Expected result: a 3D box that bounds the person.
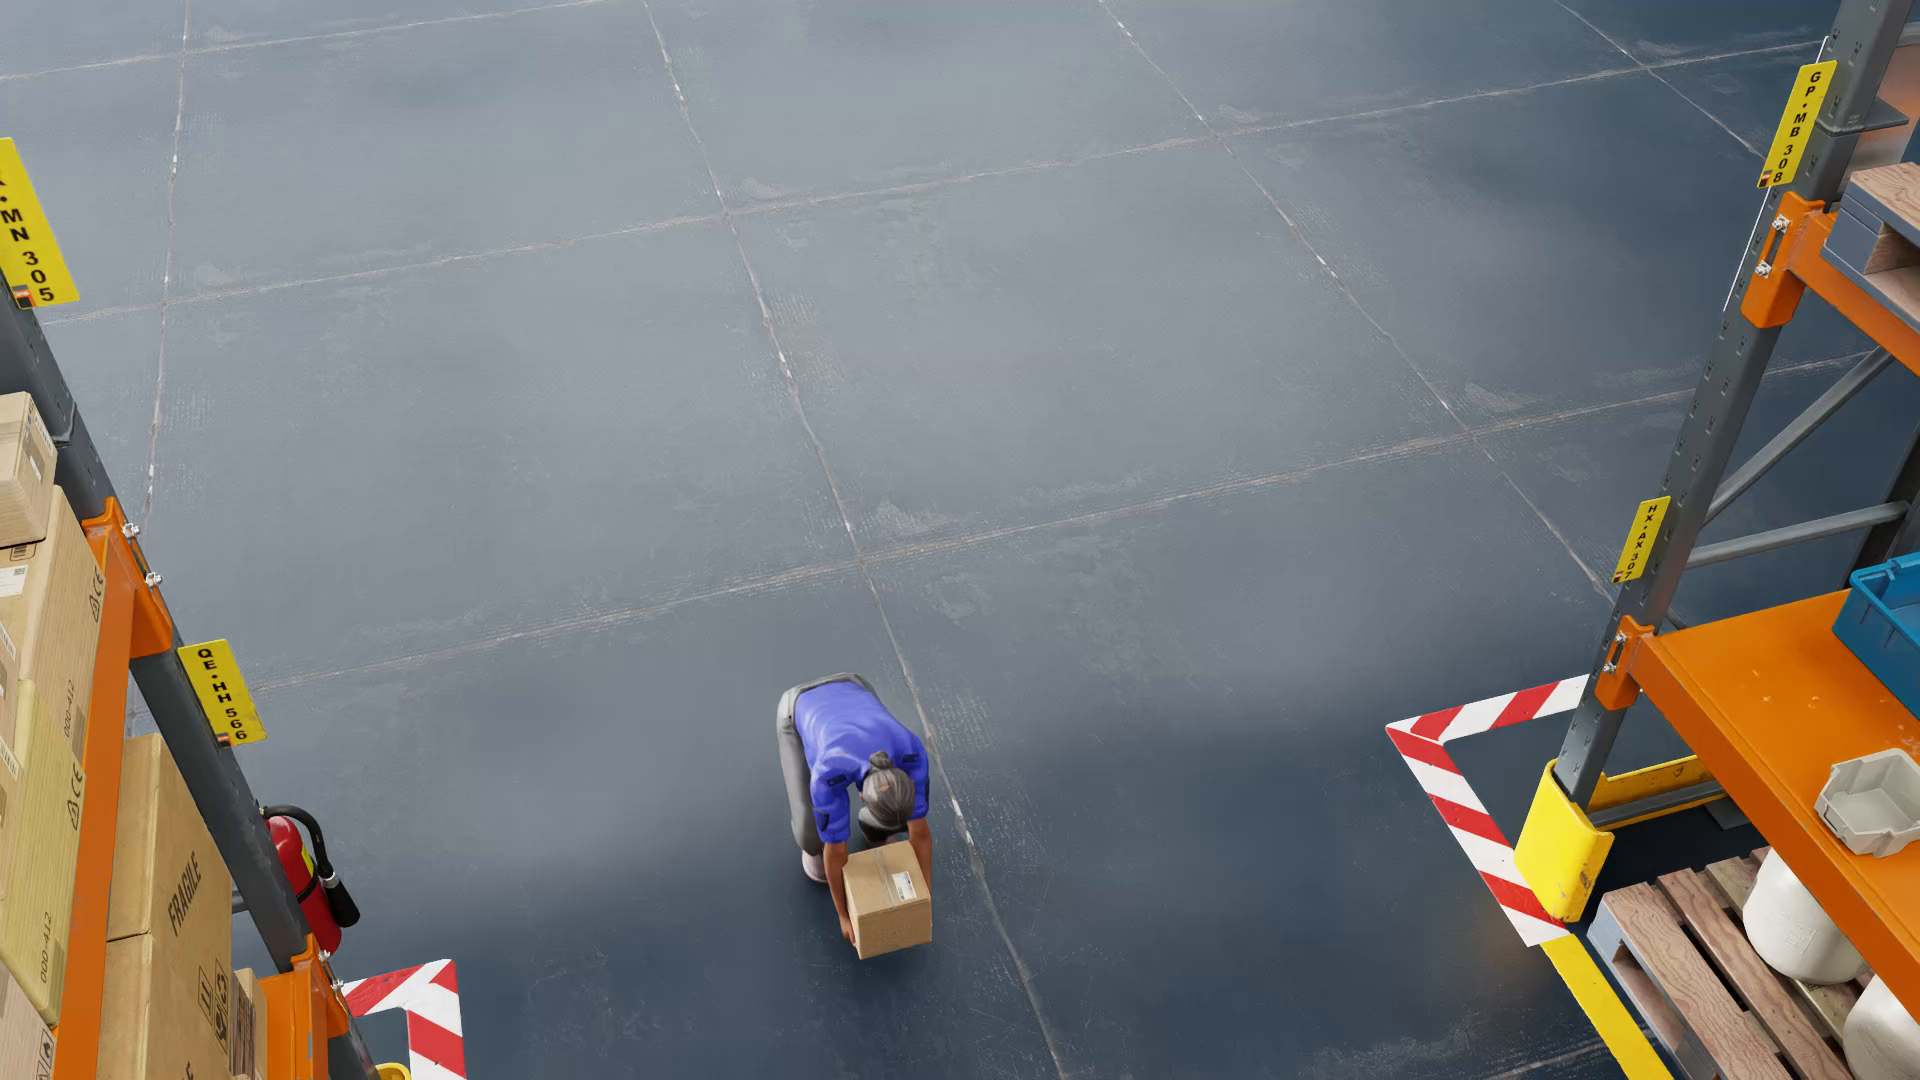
[{"bbox_3d":[-0.356,0.889,5.729,0.456,0.941,0.865,-14,44,-14],"label":"person"}]
